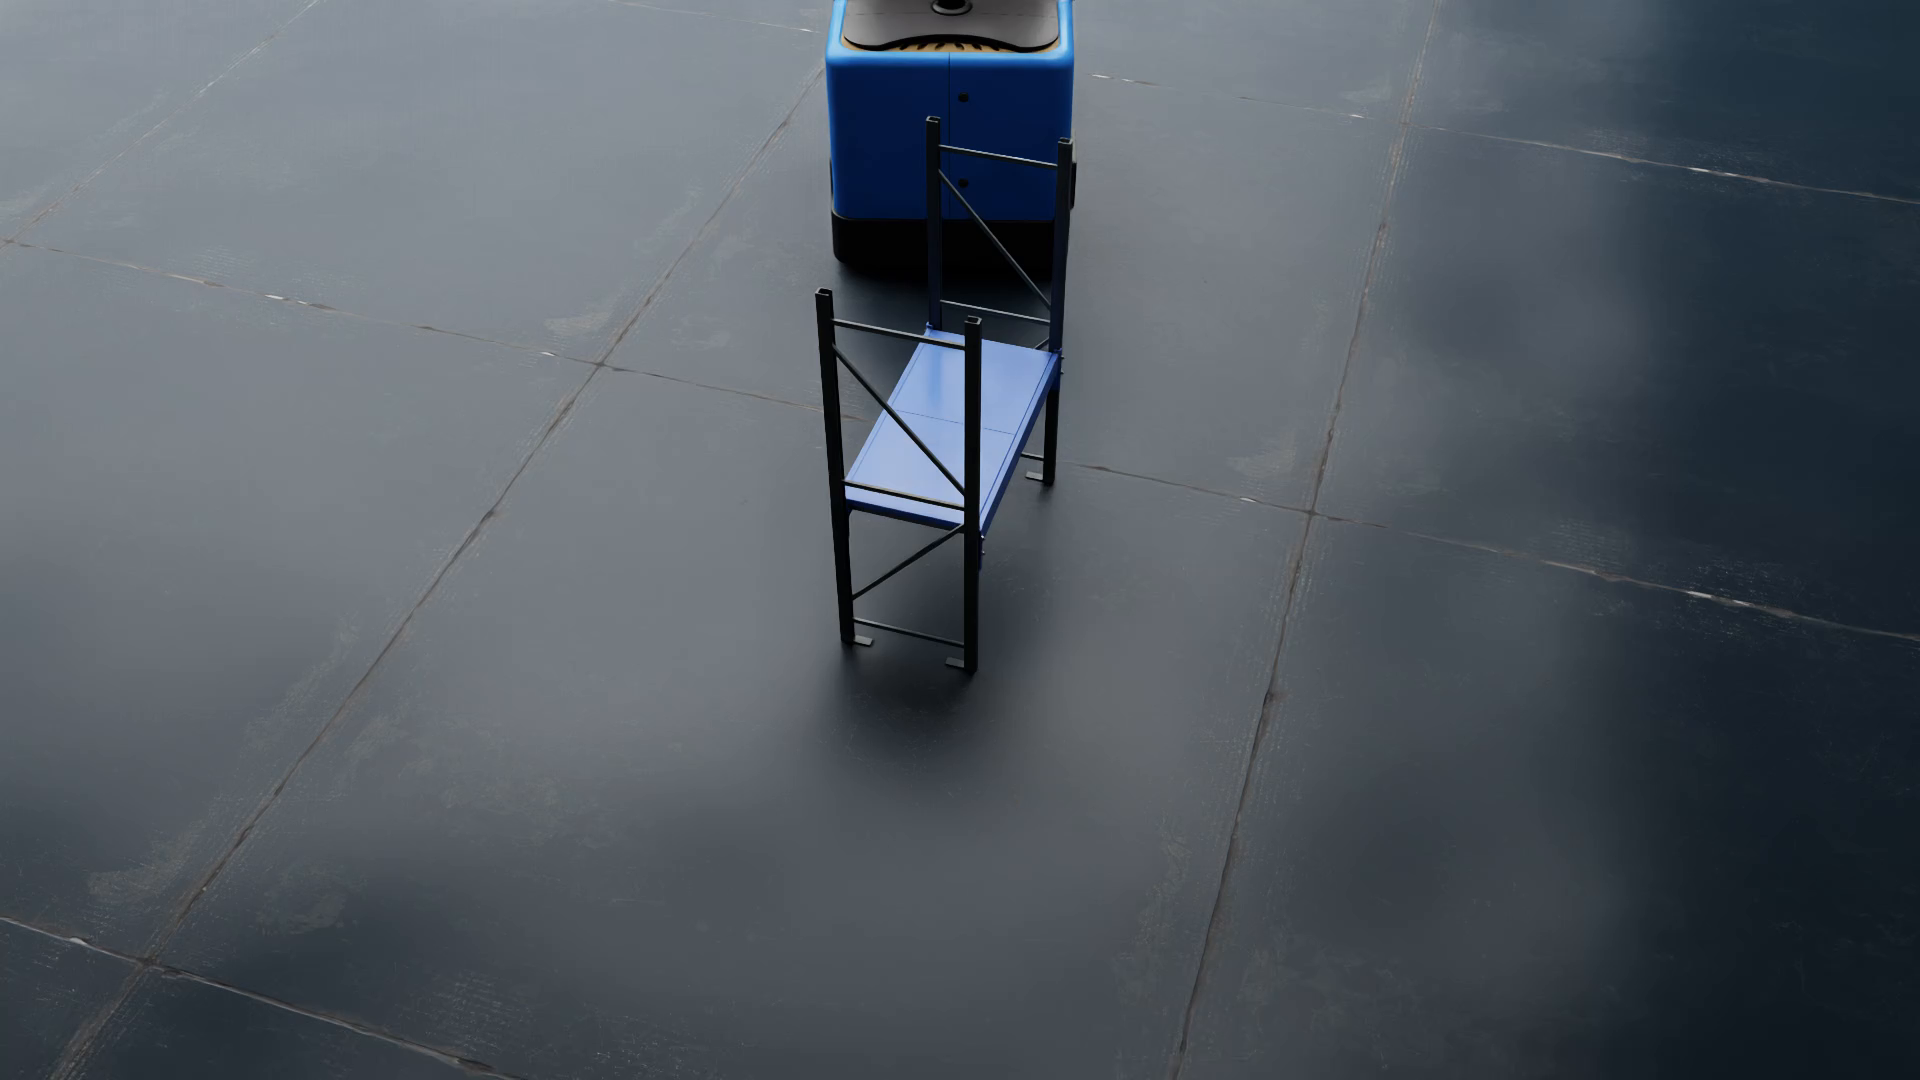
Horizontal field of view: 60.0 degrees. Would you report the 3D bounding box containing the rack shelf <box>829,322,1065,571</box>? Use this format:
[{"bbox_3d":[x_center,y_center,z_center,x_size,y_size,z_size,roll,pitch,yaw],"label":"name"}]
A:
[{"bbox_3d":[-0.026,-0.351,5.793,0.538,0.185,1.000,13,46,12],"label":"rack shelf"}]

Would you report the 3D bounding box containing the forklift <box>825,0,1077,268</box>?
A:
[{"bbox_3d":[-0.009,-3.266,7.492,1.130,2.935,3.031,1,44,1],"label":"forklift"}]

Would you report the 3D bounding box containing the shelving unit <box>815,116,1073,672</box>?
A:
[{"bbox_3d":[-0.026,-0.479,5.667,0.538,1.500,1.048,13,46,12],"label":"shelving unit"}]

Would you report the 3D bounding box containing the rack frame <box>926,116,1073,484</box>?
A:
[{"bbox_3d":[0.128,-0.818,6.014,0.500,1.500,0.032,13,46,12],"label":"rack frame"}]

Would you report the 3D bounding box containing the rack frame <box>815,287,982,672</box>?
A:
[{"bbox_3d":[-0.180,-0.140,5.321,0.500,1.500,0.032,13,46,12],"label":"rack frame"}]
